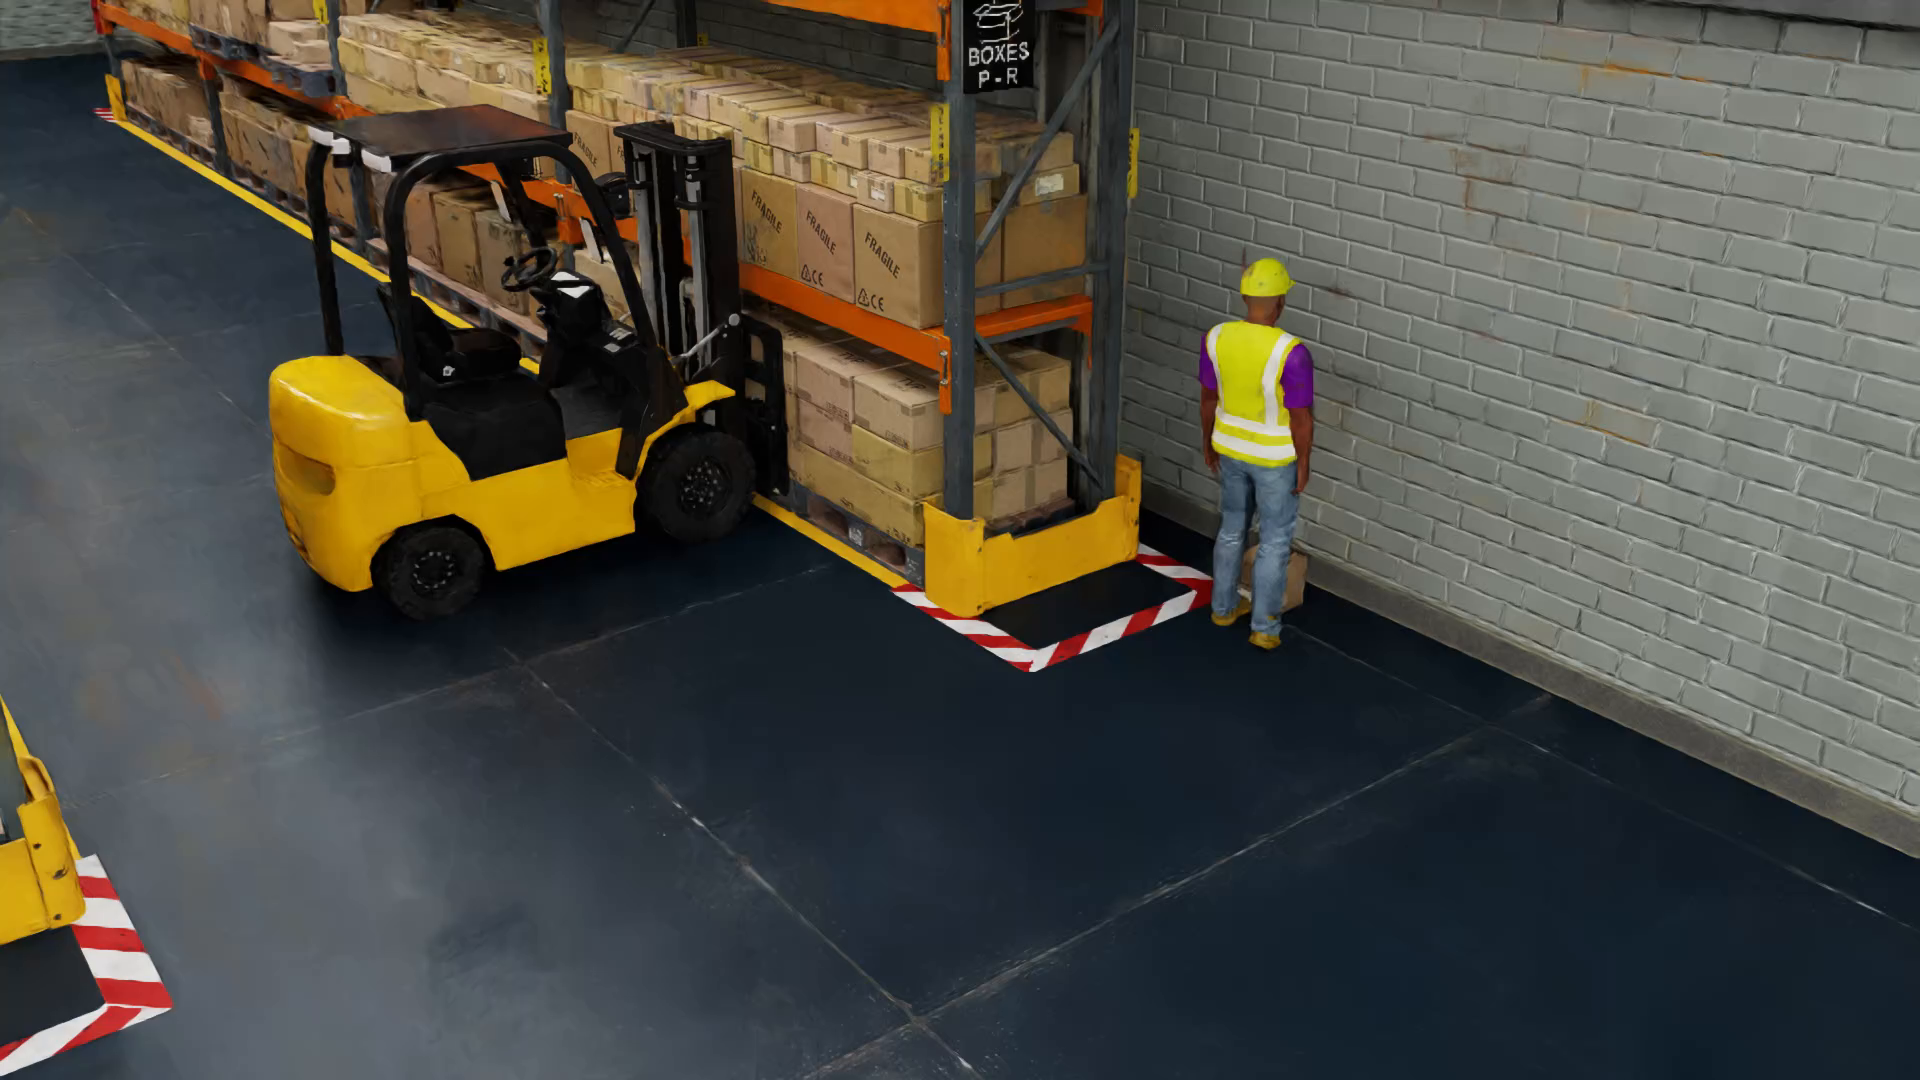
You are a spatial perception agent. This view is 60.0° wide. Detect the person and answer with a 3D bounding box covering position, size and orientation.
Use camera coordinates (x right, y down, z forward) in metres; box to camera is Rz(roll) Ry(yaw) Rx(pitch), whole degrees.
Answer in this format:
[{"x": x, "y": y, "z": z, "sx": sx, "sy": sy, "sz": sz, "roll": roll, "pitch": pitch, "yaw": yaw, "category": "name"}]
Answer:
[{"x": 1.338, "y": -0.374, "z": 7.474, "sx": 0.569, "sy": 1.829, "sz": 0.424, "roll": 20, "pitch": 31, "yaw": 37, "category": "person"}]
